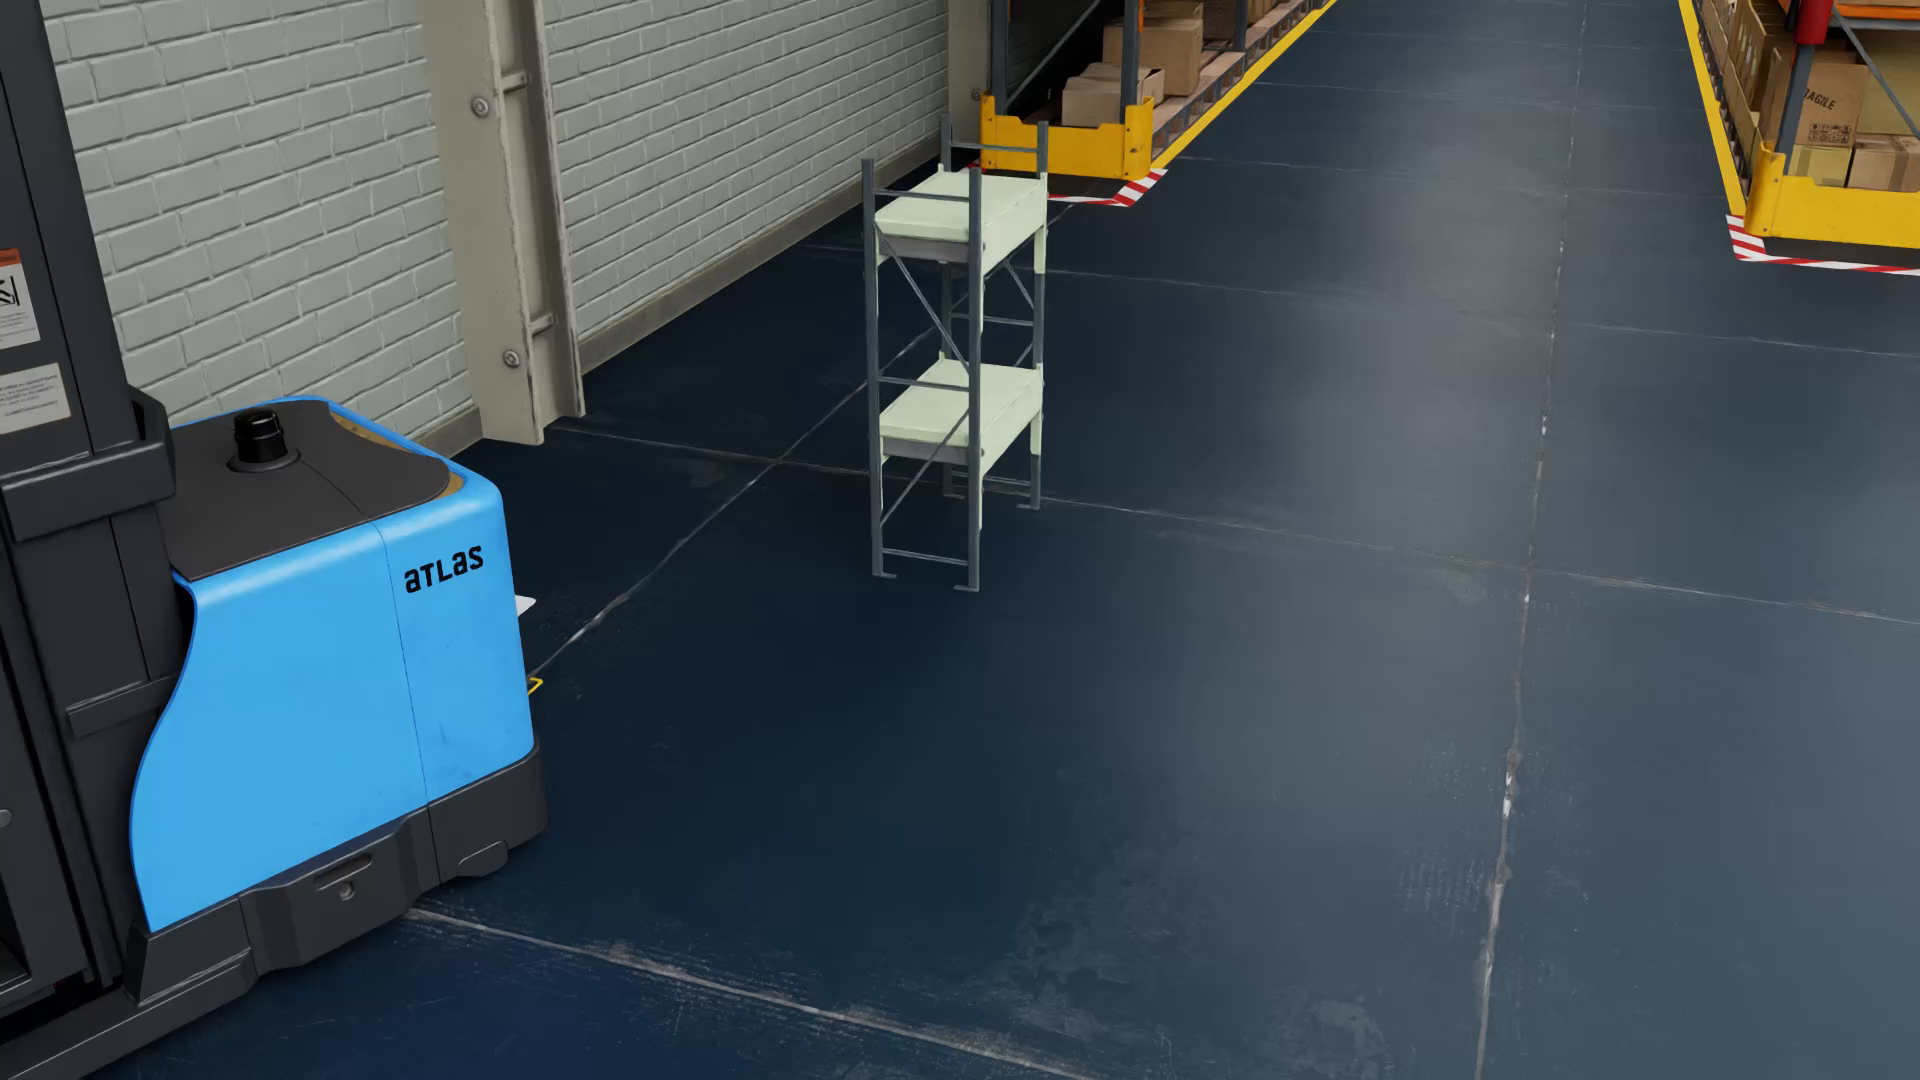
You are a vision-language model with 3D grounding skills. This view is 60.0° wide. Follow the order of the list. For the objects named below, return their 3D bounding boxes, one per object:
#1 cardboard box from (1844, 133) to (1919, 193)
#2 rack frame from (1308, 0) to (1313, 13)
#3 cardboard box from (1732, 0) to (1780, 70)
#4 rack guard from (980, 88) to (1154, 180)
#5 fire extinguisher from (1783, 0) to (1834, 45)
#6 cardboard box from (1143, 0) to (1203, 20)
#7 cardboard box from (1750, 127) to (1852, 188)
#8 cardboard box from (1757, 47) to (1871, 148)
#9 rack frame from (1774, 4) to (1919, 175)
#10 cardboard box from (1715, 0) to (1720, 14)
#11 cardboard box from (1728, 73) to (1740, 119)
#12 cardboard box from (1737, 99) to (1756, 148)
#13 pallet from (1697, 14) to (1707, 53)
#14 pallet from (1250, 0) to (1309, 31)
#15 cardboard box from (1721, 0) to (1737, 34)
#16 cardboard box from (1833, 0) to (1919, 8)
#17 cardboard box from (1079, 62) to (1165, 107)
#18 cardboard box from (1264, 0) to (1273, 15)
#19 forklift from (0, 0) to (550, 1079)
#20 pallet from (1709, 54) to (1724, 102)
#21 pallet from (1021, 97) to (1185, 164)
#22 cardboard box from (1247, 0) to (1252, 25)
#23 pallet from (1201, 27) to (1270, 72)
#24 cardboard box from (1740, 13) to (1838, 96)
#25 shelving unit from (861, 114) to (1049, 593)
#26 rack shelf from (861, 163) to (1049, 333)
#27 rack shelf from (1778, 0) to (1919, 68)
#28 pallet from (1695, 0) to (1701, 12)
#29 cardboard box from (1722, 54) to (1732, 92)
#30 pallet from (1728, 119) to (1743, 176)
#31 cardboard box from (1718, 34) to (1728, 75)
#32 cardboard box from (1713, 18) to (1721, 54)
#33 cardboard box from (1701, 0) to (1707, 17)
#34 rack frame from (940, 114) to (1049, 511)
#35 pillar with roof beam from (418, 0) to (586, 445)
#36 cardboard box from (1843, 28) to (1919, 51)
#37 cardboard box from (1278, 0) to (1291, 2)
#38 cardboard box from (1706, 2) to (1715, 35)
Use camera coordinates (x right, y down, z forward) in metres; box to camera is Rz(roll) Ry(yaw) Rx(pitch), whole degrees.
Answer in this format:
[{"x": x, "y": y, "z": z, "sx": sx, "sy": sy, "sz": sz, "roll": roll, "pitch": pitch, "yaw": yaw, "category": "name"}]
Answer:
[{"x": 5.764, "y": -2.331, "z": 10.295, "sx": 0.500, "sy": 0.250, "sz": 0.500, "roll": 9, "pitch": 27, "yaw": 17, "category": "cardboard box"}, {"x": 3.365, "y": -7.196, "z": 17.670, "sx": 1.000, "sy": 3.000, "sz": 0.127, "roll": 9, "pitch": 27, "yaw": 17, "category": "rack frame"}, {"x": 6.098, "y": -3.772, "z": 12.412, "sx": 0.500, "sy": 0.500, "sz": 0.500, "roll": 9, "pitch": 27, "yaw": 17, "category": "cardboard box"}, {"x": 0.728, "y": -2.814, "z": 11.489, "sx": 1.175, "sy": 0.500, "sz": 0.348, "roll": 9, "pitch": 27, "yaw": 17, "category": "rack guard"}, {"x": 4.898, "y": -3.175, "z": 9.455, "sx": 0.296, "sy": 0.674, "sz": 0.183, "roll": 9, "pitch": 27, "yaw": 17, "category": "fire extinguisher"}, {"x": 1.726, "y": -4.193, "z": 13.831, "sx": 0.500, "sy": 0.500, "sz": 0.500, "roll": 7, "pitch": 27, "yaw": 14, "category": "cardboard box"}, {"x": 5.275, "y": -2.406, "z": 10.451, "sx": 0.500, "sy": 0.250, "sz": 0.500, "roll": 9, "pitch": 27, "yaw": 17, "category": "cardboard box"}, {"x": 5.273, "y": -2.744, "z": 10.288, "sx": 0.500, "sy": 0.500, "sz": 0.500, "roll": 9, "pitch": 27, "yaw": 17, "category": "cardboard box"}, {"x": 5.376, "y": -3.191, "z": 9.399, "sx": 1.000, "sy": 3.000, "sz": 0.127, "roll": 9, "pitch": 27, "yaw": 17, "category": "rack frame"}, {"x": 7.077, "y": -4.872, "z": 14.901, "sx": 0.500, "sy": 0.311, "sz": 0.500, "roll": 8, "pitch": 27, "yaw": 17, "category": "cardboard box"}, {"x": 5.924, "y": -3.231, "z": 12.153, "sx": 0.500, "sy": 0.250, "sz": 0.500, "roll": 9, "pitch": 27, "yaw": 17, "category": "cardboard box"}, {"x": 5.595, "y": -2.819, "z": 11.303, "sx": 0.500, "sy": 0.250, "sz": 0.500, "roll": 9, "pitch": 27, "yaw": 17, "category": "cardboard box"}, {"x": 7.727, "y": -4.891, "z": 16.110, "sx": 1.003, "sy": 0.211, "sz": 1.213, "roll": 9, "pitch": 27, "yaw": 17, "category": "pallet"}, {"x": 3.104, "y": -5.620, "z": 17.615, "sx": 1.003, "sy": 0.211, "sz": 1.213, "roll": 9, "pitch": 27, "yaw": 17, "category": "pallet"}, {"x": 6.738, "y": -4.462, "z": 14.053, "sx": 0.500, "sy": 0.311, "sz": 0.500, "roll": 10, "pitch": 27, "yaw": 19, "category": "cardboard box"}, {"x": 5.543, "y": -3.426, "z": 9.770, "sx": 0.700, "sy": 0.500, "sz": 0.500, "roll": 9, "pitch": 27, "yaw": 17, "category": "cardboard box"}, {"x": 1.208, "y": -3.402, "z": 12.414, "sx": 0.500, "sy": 0.311, "sz": 0.500, "roll": 11, "pitch": 28, "yaw": 22, "category": "cardboard box"}, {"x": 2.755, "y": -5.562, "z": 16.659, "sx": 0.700, "sy": 0.500, "sz": 0.500, "roll": 9, "pitch": 27, "yaw": 17, "category": "cardboard box"}, {"x": -2.491, "y": -0.168, "z": 3.234, "sx": 1.130, "sy": 2.935, "sz": 3.031, "roll": 22, "pitch": 34, "yaw": 38, "category": "forklift"}, {"x": 6.915, "y": -3.889, "z": 14.039, "sx": 1.003, "sy": 0.211, "sz": 1.213, "roll": 9, "pitch": 27, "yaw": 17, "category": "pallet"}, {"x": 1.032, "y": -3.013, "z": 12.231, "sx": 1.003, "sy": 0.211, "sz": 1.213, "roll": 9, "pitch": 27, "yaw": 17, "category": "pallet"}, {"x": 2.388, "y": -5.149, "z": 15.807, "sx": 0.700, "sy": 0.500, "sz": 0.500, "roll": 8, "pitch": 27, "yaw": 16, "category": "cardboard box"}, {"x": 2.292, "y": -4.617, "z": 15.544, "sx": 1.003, "sy": 0.211, "sz": 1.213, "roll": 9, "pitch": 27, "yaw": 17, "category": "pallet"}, {"x": 5.760, "y": -3.362, "z": 11.565, "sx": 0.500, "sy": 0.500, "sz": 0.500, "roll": 9, "pitch": 27, "yaw": 17, "category": "cardboard box"}, {"x": -0.002, "y": -0.672, "z": 5.917, "sx": 0.431, "sy": 1.500, "sz": 0.755, "roll": 9, "pitch": 27, "yaw": 17, "category": "shelving unit"}, {"x": -0.002, "y": -1.024, "z": 5.747, "sx": 0.431, "sy": 0.370, "sz": 0.720, "roll": 9, "pitch": 27, "yaw": 17, "category": "rack shelf"}, {"x": 6.041, "y": -3.689, "z": 11.254, "sx": 1.077, "sy": 0.370, "sz": 4.000, "roll": 9, "pitch": 27, "yaw": 17, "category": "rack shelf"}, {"x": 8.729, "y": -6.025, "z": 18.451, "sx": 1.003, "sy": 0.211, "sz": 1.213, "roll": 9, "pitch": 27, "yaw": 17, "category": "pallet"}, {"x": 6.266, "y": -3.640, "z": 12.999, "sx": 0.500, "sy": 0.250, "sz": 0.500, "roll": 9, "pitch": 27, "yaw": 17, "category": "cardboard box"}, {"x": 5.998, "y": -2.756, "z": 11.701, "sx": 1.003, "sy": 0.211, "sz": 1.213, "roll": 9, "pitch": 27, "yaw": 17, "category": "pallet"}, {"x": 6.571, "y": -3.999, "z": 13.741, "sx": 0.500, "sy": 0.250, "sz": 0.500, "roll": 8, "pitch": 27, "yaw": 17, "category": "cardboard box"}, {"x": 6.911, "y": -4.417, "z": 14.604, "sx": 0.500, "sy": 0.250, "sz": 0.500, "roll": 9, "pitch": 27, "yaw": 19, "category": "cardboard box"}, {"x": 7.586, "y": -5.258, "z": 16.340, "sx": 0.500, "sy": 0.250, "sz": 0.500, "roll": 9, "pitch": 27, "yaw": 17, "category": "cardboard box"}, {"x": 0.120, "y": -0.823, "z": 6.228, "sx": 0.400, "sy": 1.500, "sz": 0.023, "roll": 9, "pitch": 27, "yaw": 17, "category": "rack frame"}, {"x": 2.183, "y": -3.931, "z": 4.044, "sx": 9.100, "sy": 9.000, "sz": 0.400, "roll": 9, "pitch": 27, "yaw": 17, "category": "pillar with roof beam"}, {"x": 6.083, "y": -3.082, "z": 10.985, "sx": 0.500, "sy": 0.500, "sz": 0.500, "roll": 9, "pitch": 27, "yaw": 17, "category": "cardboard box"}, {"x": 3.175, "y": -5.965, "z": 17.492, "sx": 0.700, "sy": 0.500, "sz": 0.500, "roll": 9, "pitch": 27, "yaw": 18, "category": "cardboard box"}, {"x": 7.253, "y": -4.837, "z": 15.470, "sx": 0.500, "sy": 0.250, "sz": 0.500, "roll": 8, "pitch": 27, "yaw": 16, "category": "cardboard box"}]
